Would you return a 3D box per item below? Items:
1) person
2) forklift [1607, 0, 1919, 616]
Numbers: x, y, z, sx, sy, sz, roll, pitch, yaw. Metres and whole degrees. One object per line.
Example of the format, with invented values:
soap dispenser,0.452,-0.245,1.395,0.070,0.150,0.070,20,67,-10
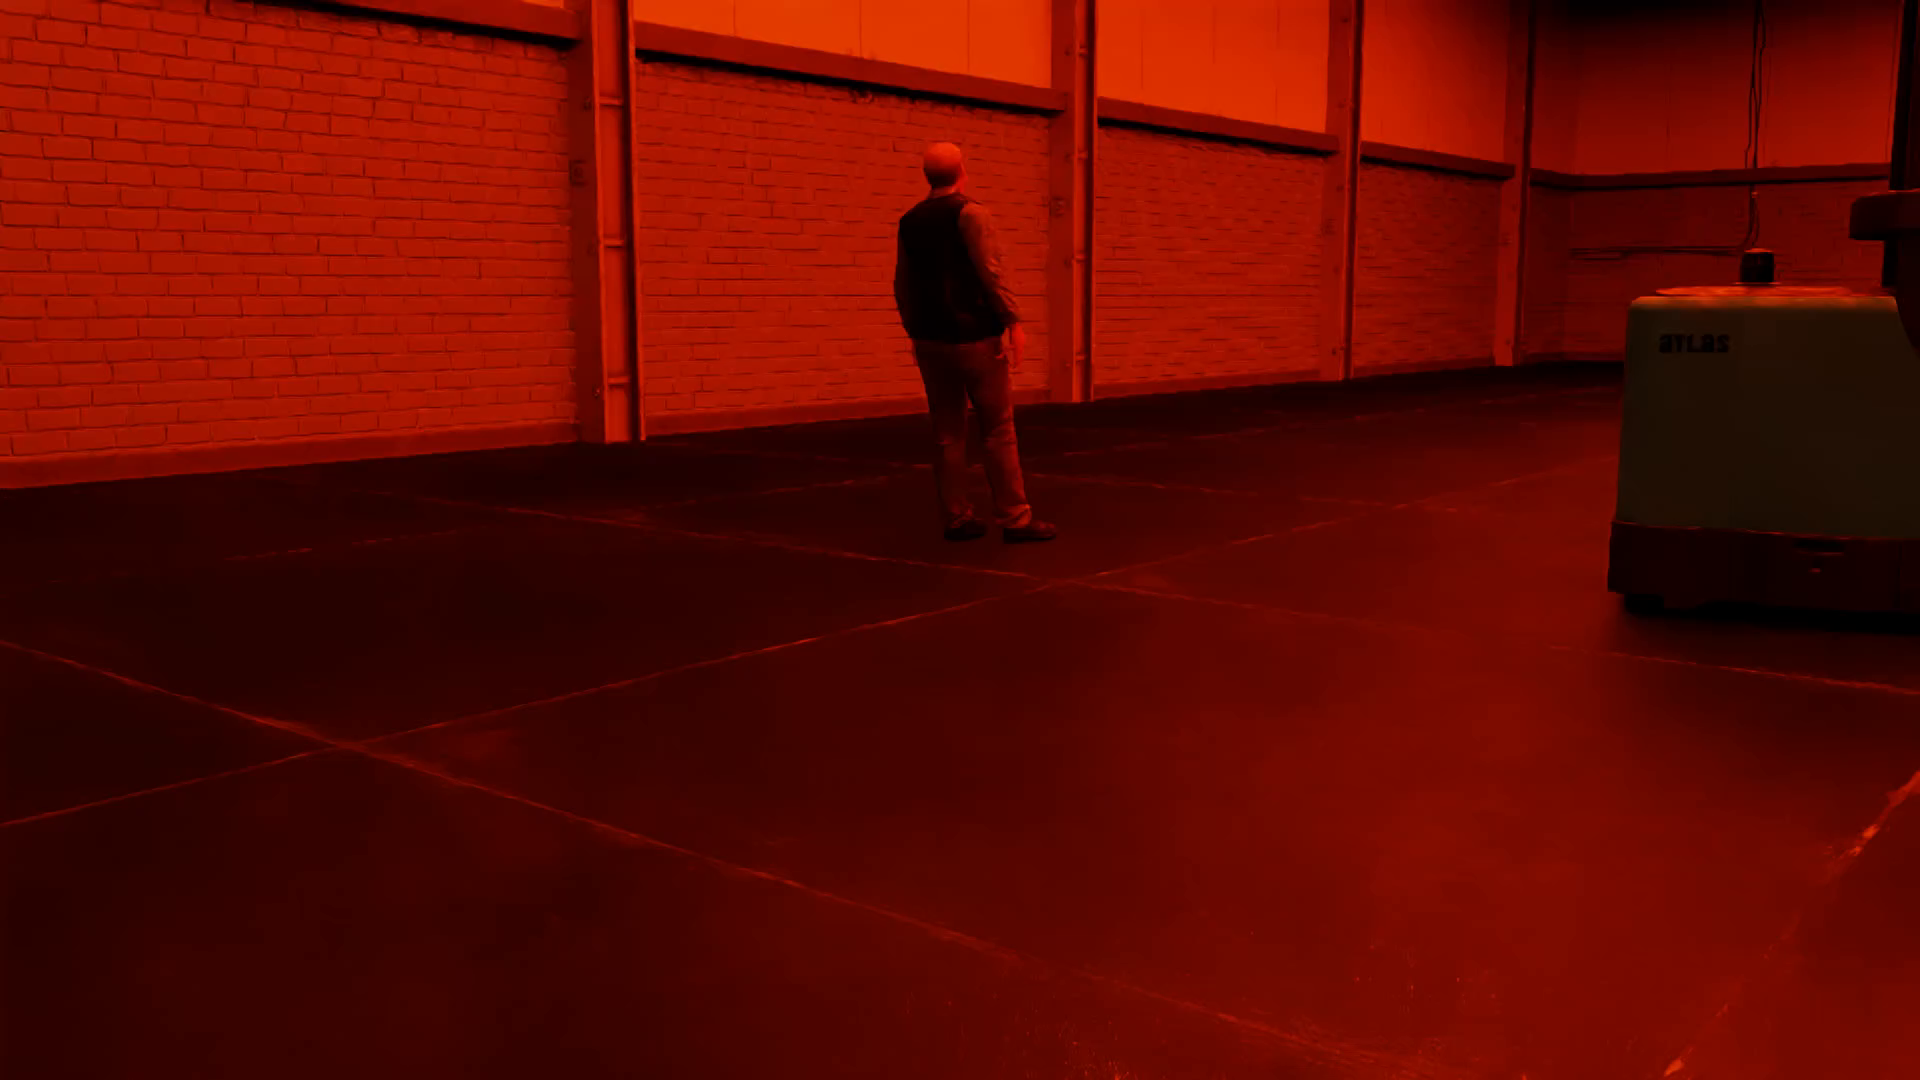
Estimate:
person,0.046,-0.865,7.322,0.632,1.720,0.567,7,11,38
forklift,3.800,-1.175,5.310,3.031,2.935,1.130,4,9,25
